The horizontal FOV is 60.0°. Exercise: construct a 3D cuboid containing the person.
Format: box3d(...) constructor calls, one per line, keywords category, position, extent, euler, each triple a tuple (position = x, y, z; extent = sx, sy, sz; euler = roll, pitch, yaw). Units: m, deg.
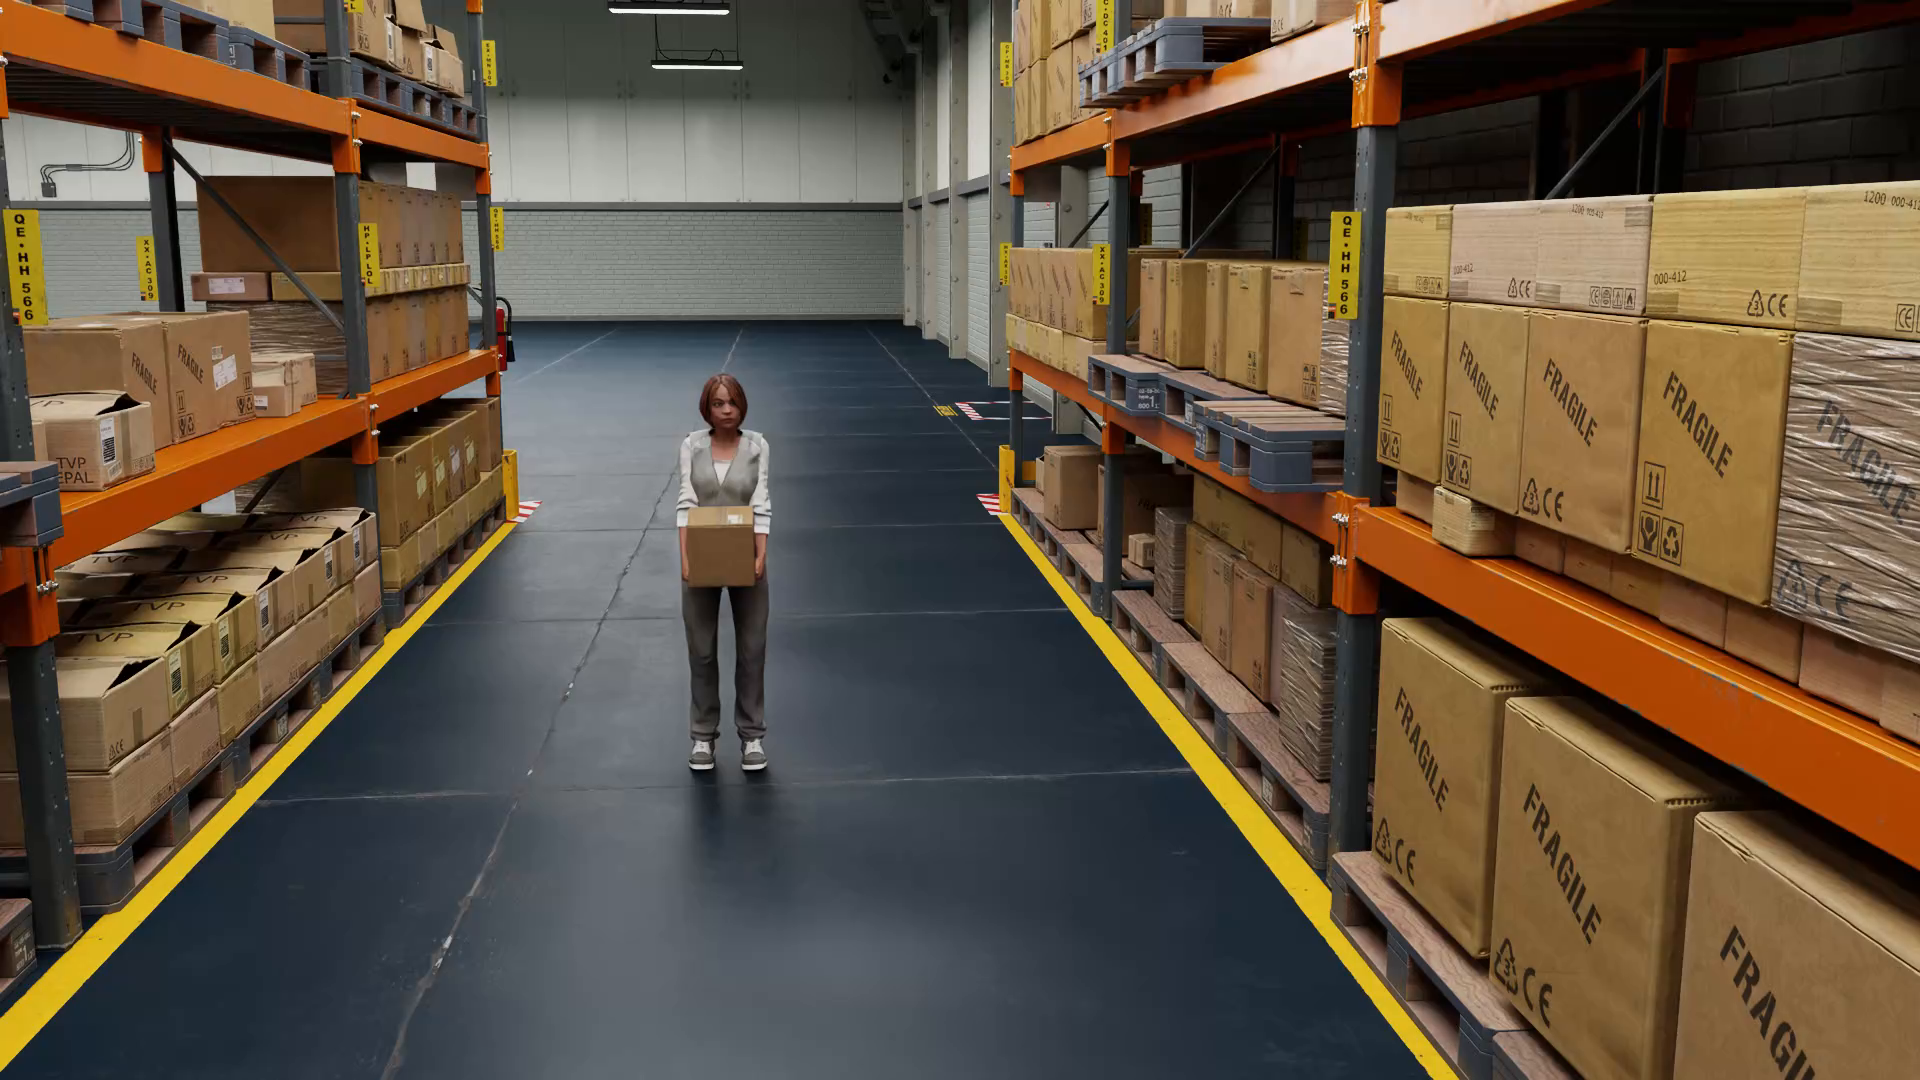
box3d(category="person", position=(-0.933, 0.130, 6.727), extent=(0.479, 1.591, 0.377), euler=(-2, 10, -9))
